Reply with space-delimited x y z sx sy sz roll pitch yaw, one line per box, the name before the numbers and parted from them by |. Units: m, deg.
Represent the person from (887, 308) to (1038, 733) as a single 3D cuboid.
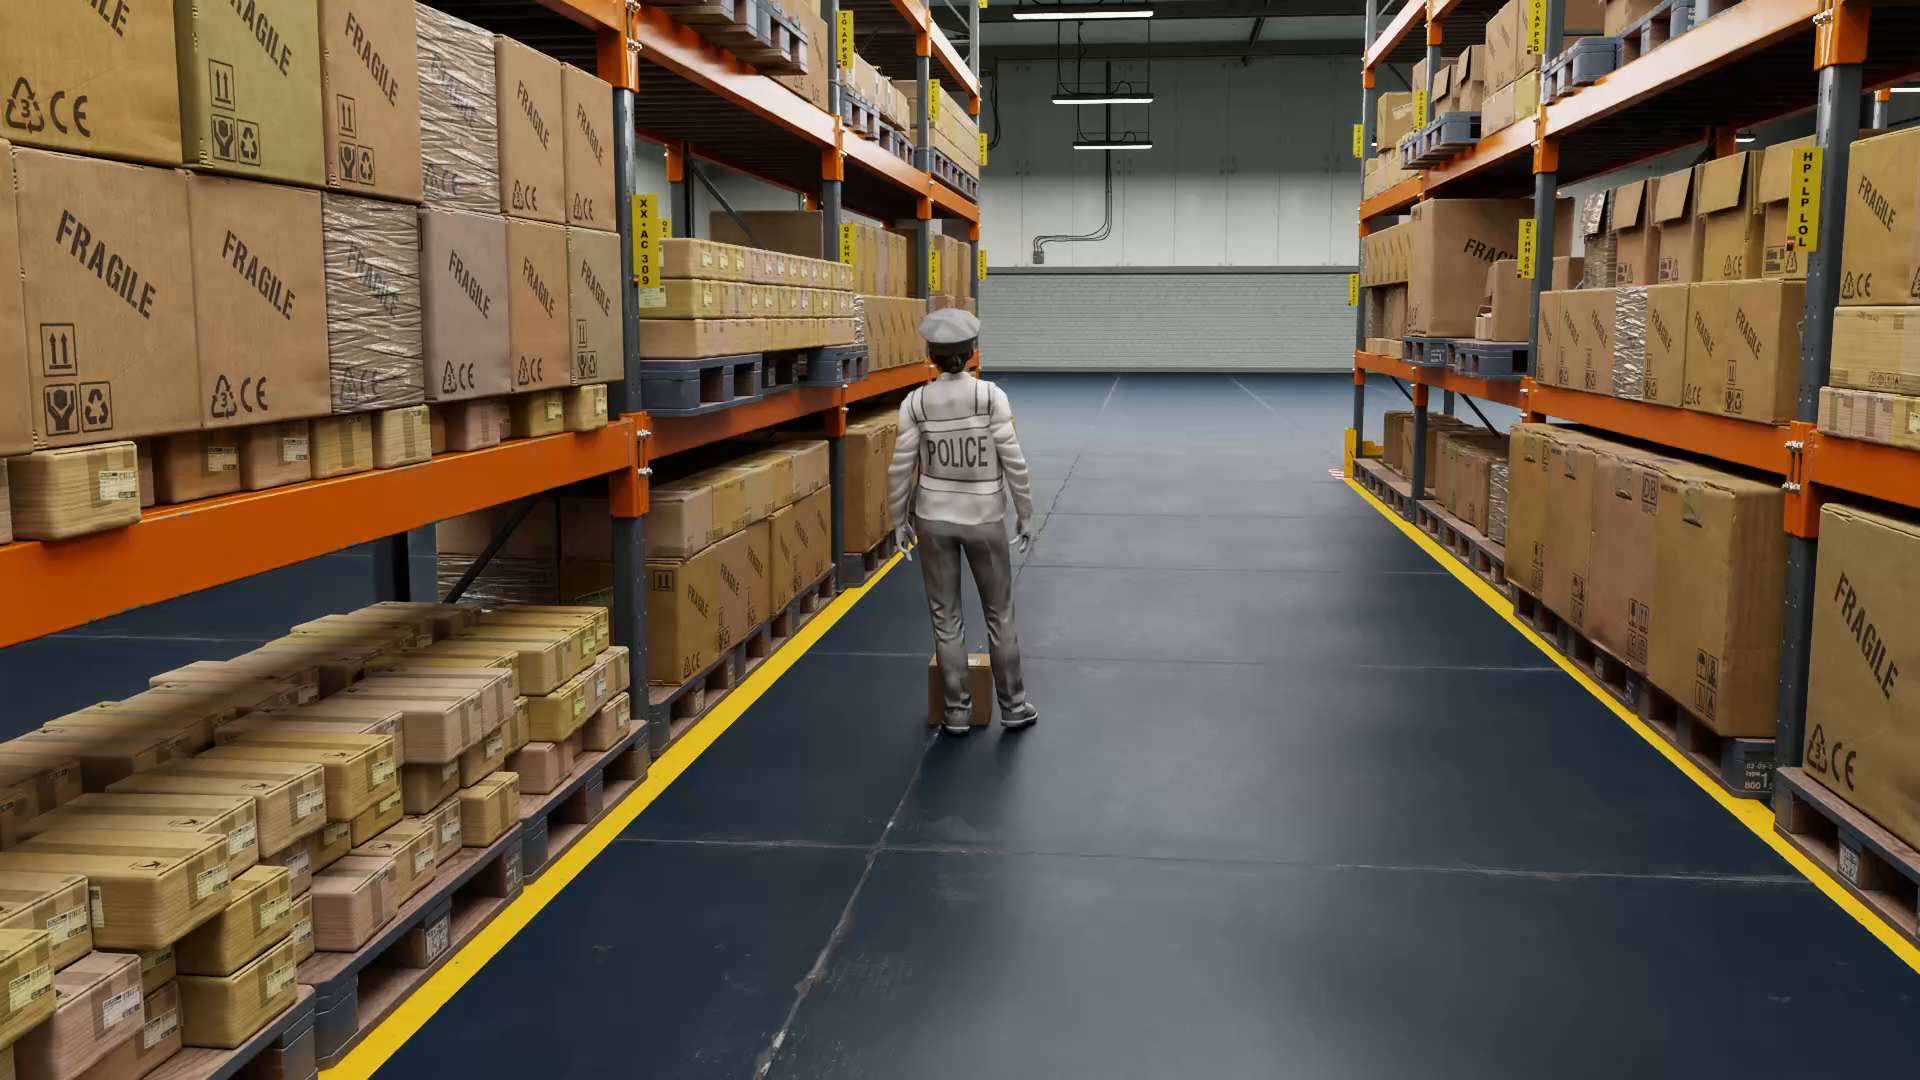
person | 0.012 -0.074 6.650 0.586 1.694 0.532 1 8 6
